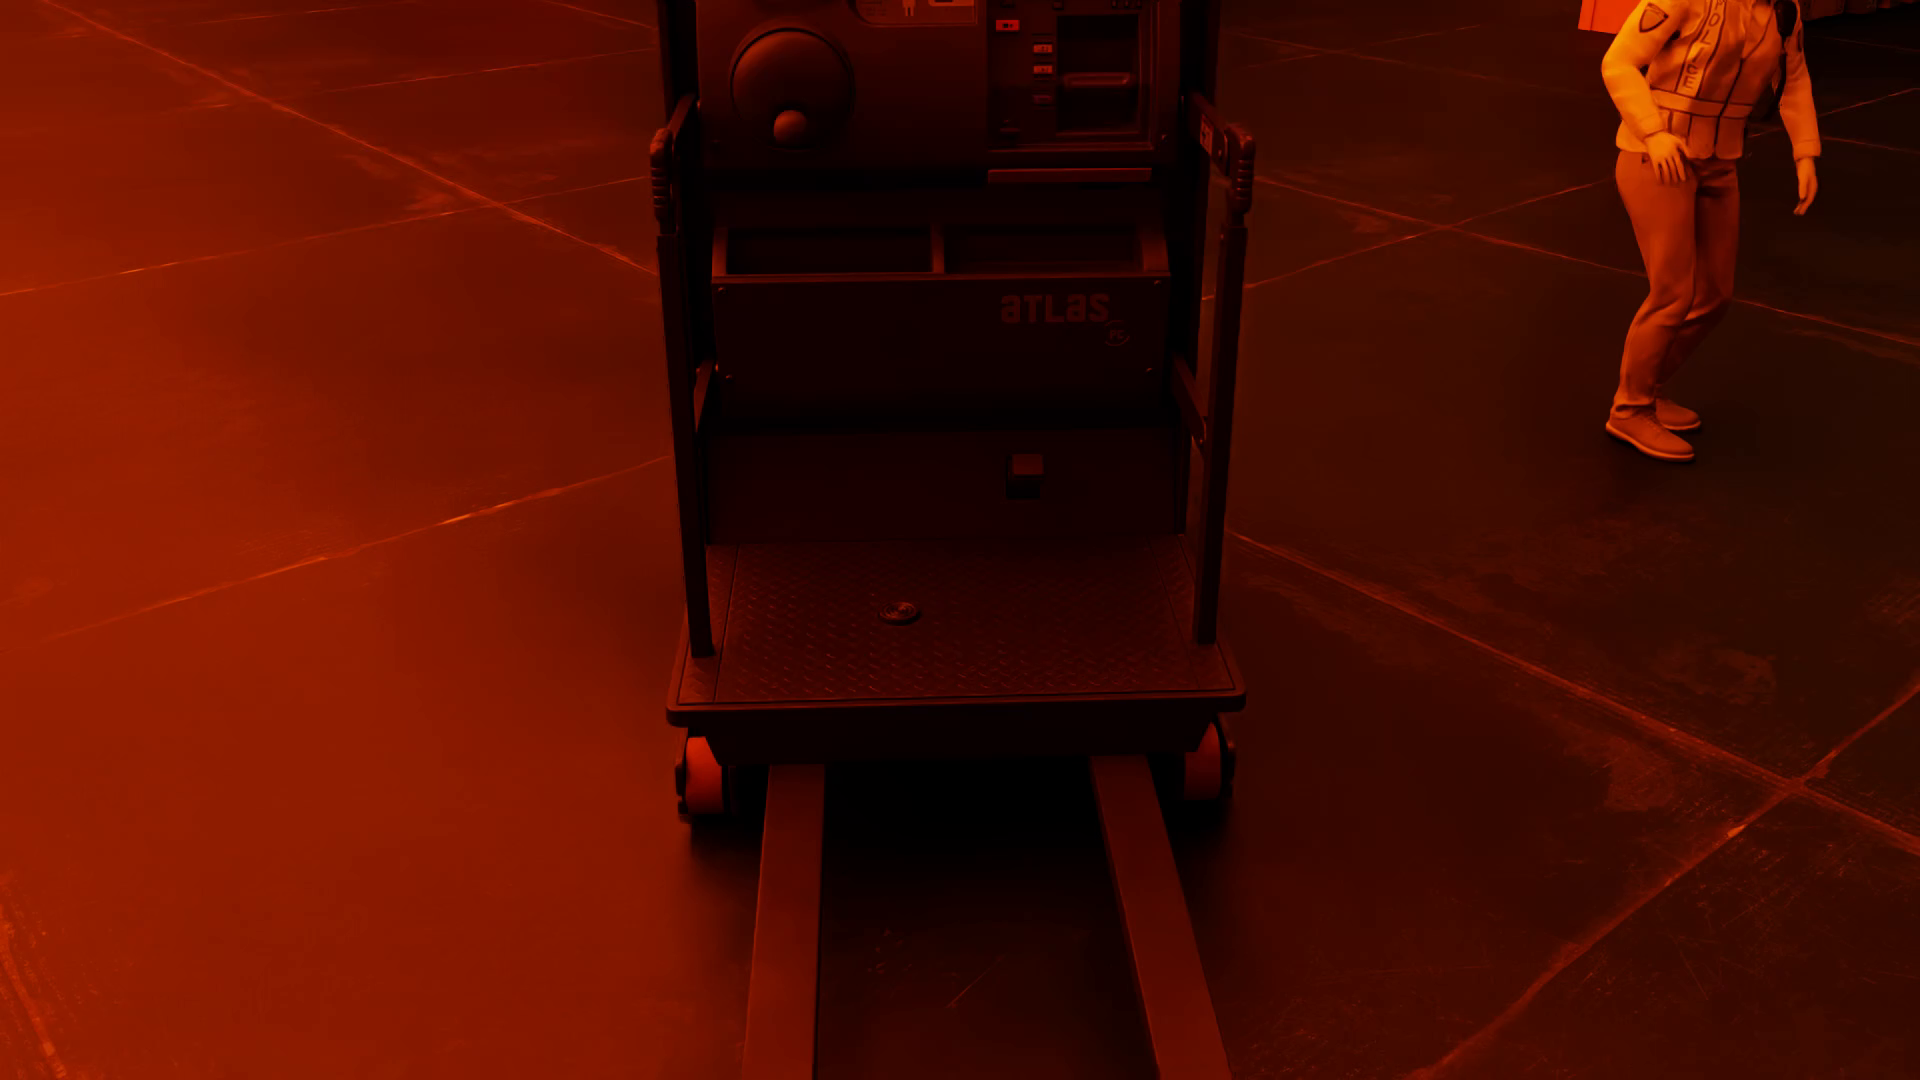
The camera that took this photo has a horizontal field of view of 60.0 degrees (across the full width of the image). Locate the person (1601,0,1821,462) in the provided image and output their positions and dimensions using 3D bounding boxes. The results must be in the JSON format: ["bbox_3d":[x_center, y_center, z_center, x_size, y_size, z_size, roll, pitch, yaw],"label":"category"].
[{"bbox_3d":[2.187,-1.073,4.839,0.697,1.639,0.476,-11,28,-21],"label":"person"}]

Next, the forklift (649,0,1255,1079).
[{"bbox_3d":[-0.026,-0.902,3.020,1.130,2.935,3.031,-1,26,-3],"label":"forklift"}]
